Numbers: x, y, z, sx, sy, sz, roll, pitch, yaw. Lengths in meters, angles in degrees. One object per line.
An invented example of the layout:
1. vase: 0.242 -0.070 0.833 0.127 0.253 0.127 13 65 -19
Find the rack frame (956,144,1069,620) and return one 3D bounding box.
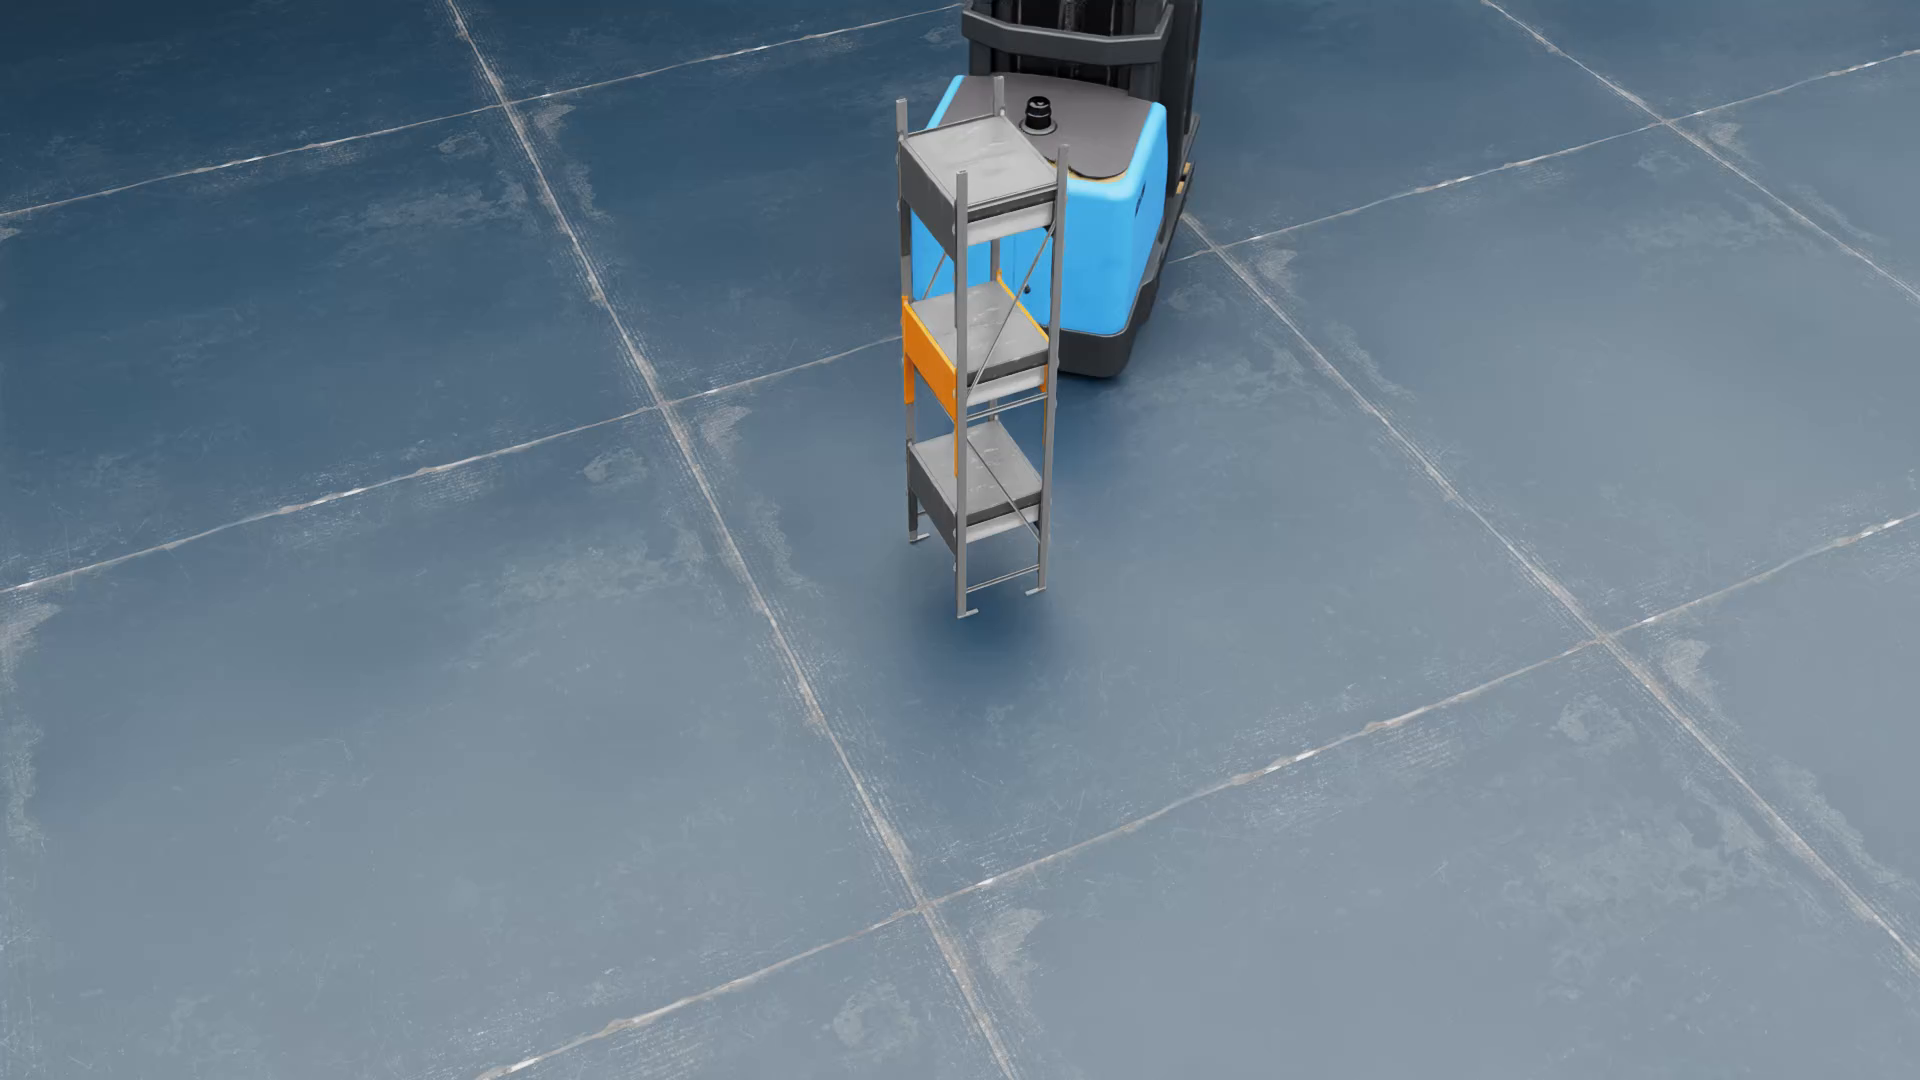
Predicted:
1. rack frame: 0.172 -0.486 6.117 0.400 2.100 0.015 -18 47 -17

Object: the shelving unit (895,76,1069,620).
1. shelving unit: 0.070 -0.642 6.274 0.431 2.100 0.503 -18 47 -17

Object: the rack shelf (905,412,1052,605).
1. rack shelf: 0.070 -0.134 6.776 0.431 0.518 0.480 -18 47 -17

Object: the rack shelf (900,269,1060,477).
1. rack shelf: 0.070 -0.632 6.284 0.431 0.518 0.480 -18 47 -17

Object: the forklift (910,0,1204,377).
1. forklift: 0.646 -2.858 7.929 1.130 2.935 3.031 11 46 11

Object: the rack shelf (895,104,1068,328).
1. rack shelf: 0.070 -1.130 5.792 0.431 0.518 0.480 -18 47 -17

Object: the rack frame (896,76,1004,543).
1. rack frame: -0.033 -0.797 6.432 0.400 2.100 0.015 -18 47 -17
